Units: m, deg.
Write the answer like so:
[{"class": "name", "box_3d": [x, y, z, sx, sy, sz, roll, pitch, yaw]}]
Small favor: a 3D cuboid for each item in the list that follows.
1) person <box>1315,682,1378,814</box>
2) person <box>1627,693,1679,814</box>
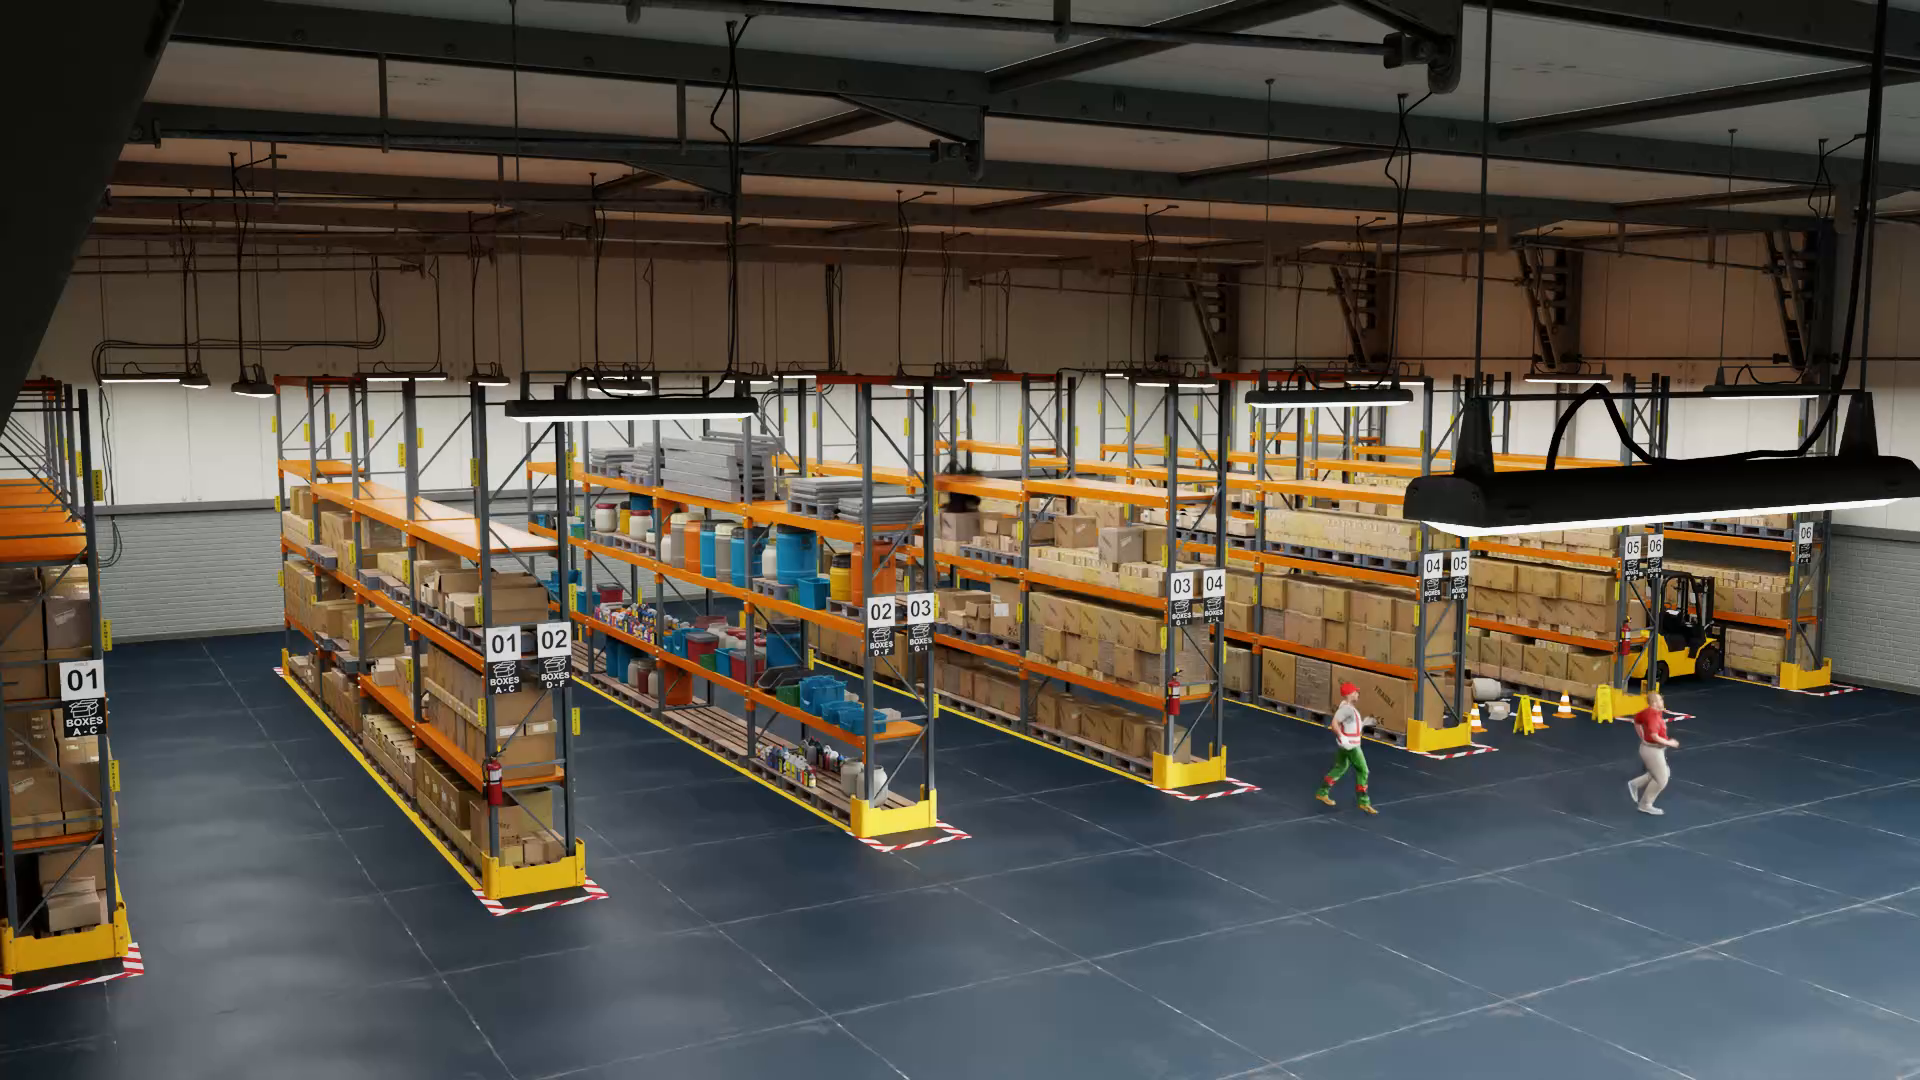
[{"class": "person", "box_3d": [5.403, 2.893, 23.169, 0.859, 1.833, 0.655, 1, 6, 5]}, {"class": "person", "box_3d": [9.679, 2.964, 23.174, 0.585, 1.692, 0.705, 1, 6, 11]}]
